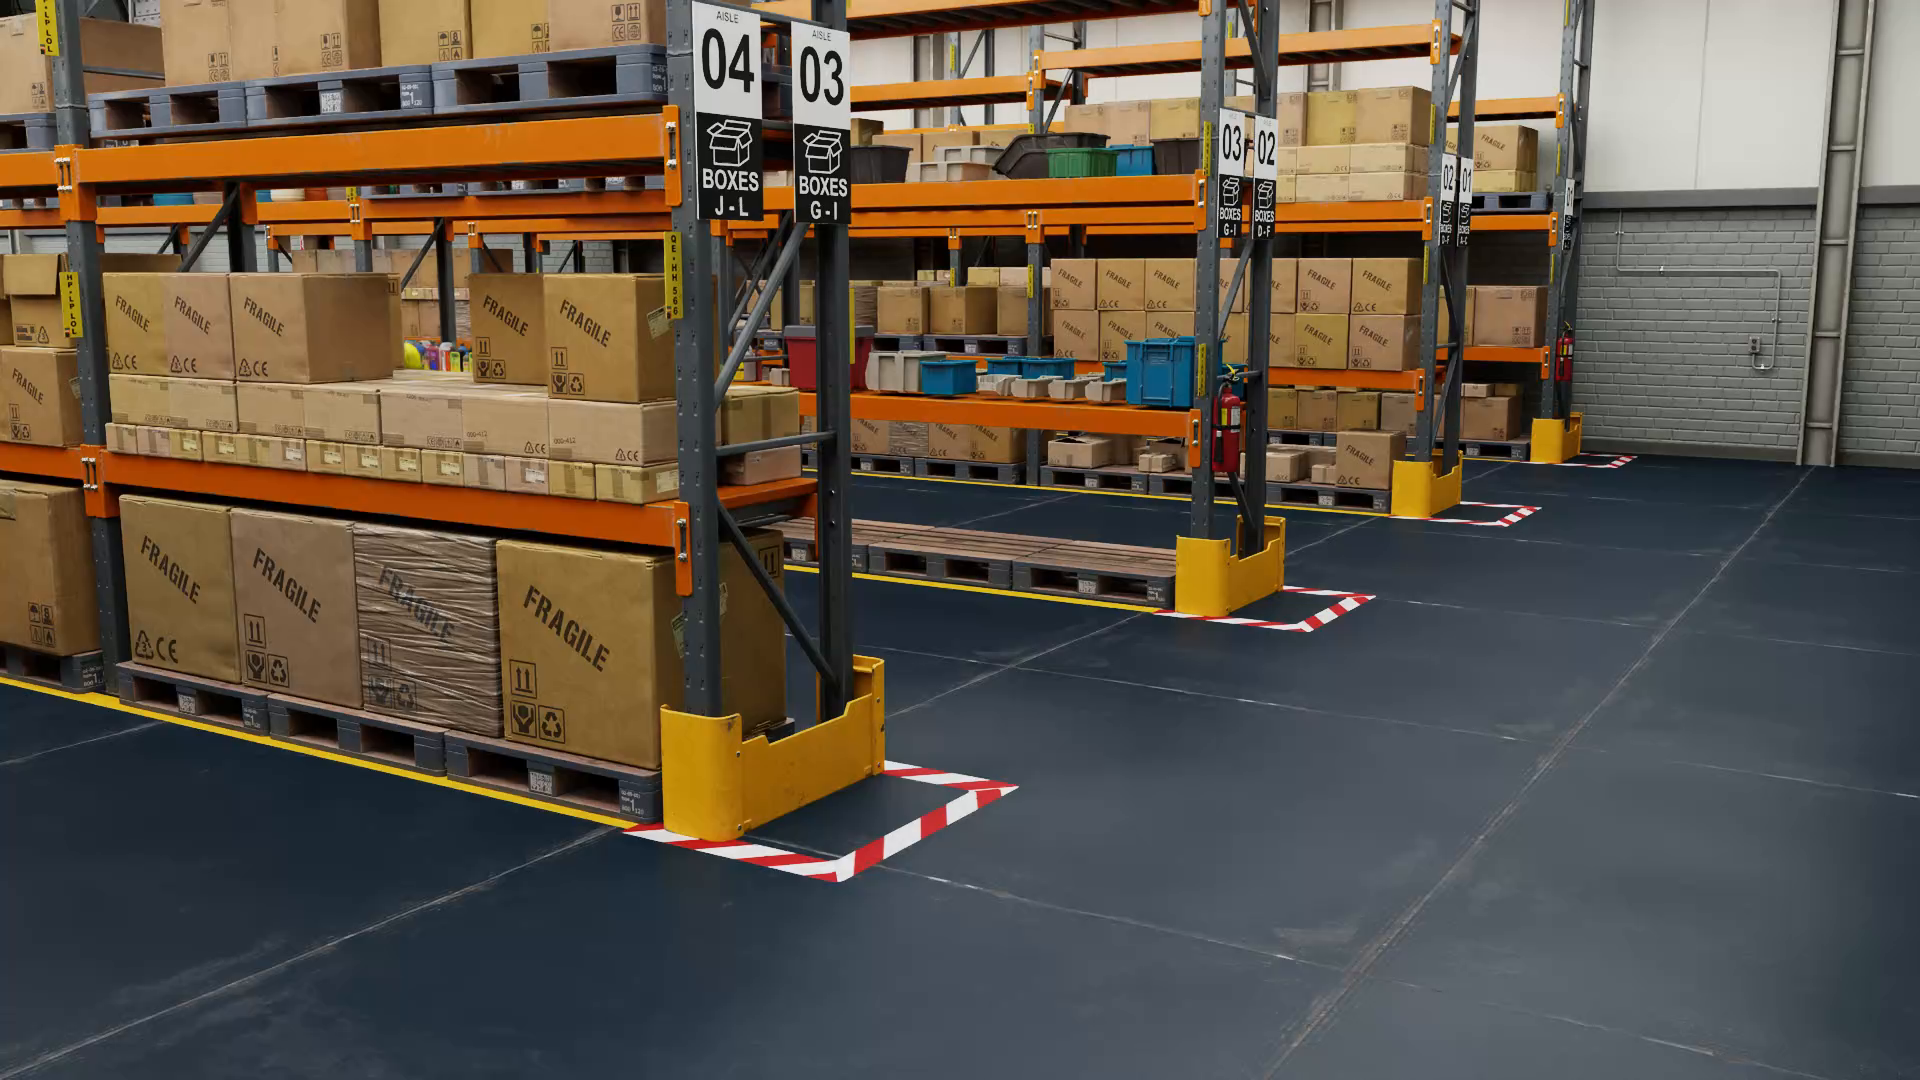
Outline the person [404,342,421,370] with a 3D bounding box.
[{"bbox_3d":[-3.448,-0.372,10.465,0.591,1.757,0.572,7,12,36],"label":"person"}]
